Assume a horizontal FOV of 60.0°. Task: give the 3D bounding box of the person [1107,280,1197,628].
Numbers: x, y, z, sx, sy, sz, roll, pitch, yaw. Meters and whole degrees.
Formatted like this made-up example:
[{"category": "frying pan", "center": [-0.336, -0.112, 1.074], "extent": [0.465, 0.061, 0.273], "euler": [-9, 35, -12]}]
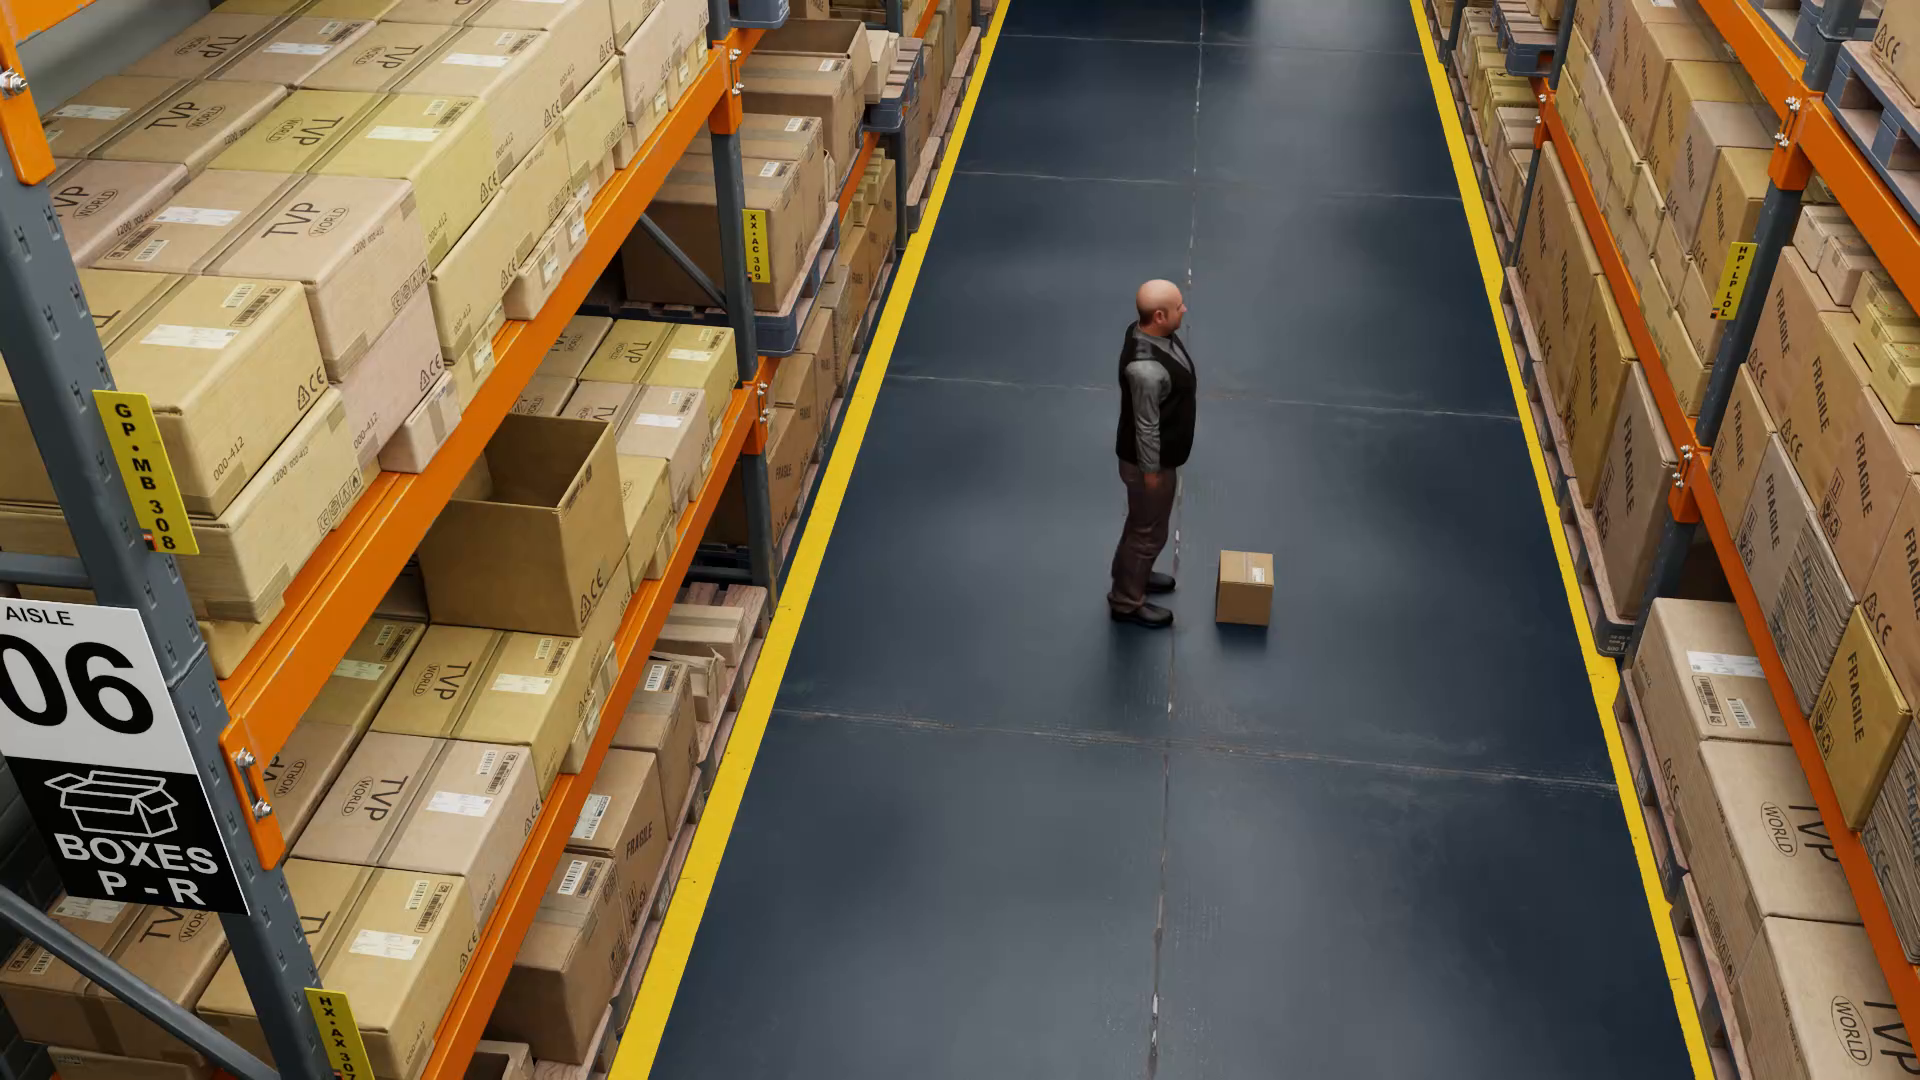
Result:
[{"category": "person", "center": [0.888, -0.409, 7.632], "extent": [0.359, 1.719, 0.531], "euler": [5, 36, 7]}]
